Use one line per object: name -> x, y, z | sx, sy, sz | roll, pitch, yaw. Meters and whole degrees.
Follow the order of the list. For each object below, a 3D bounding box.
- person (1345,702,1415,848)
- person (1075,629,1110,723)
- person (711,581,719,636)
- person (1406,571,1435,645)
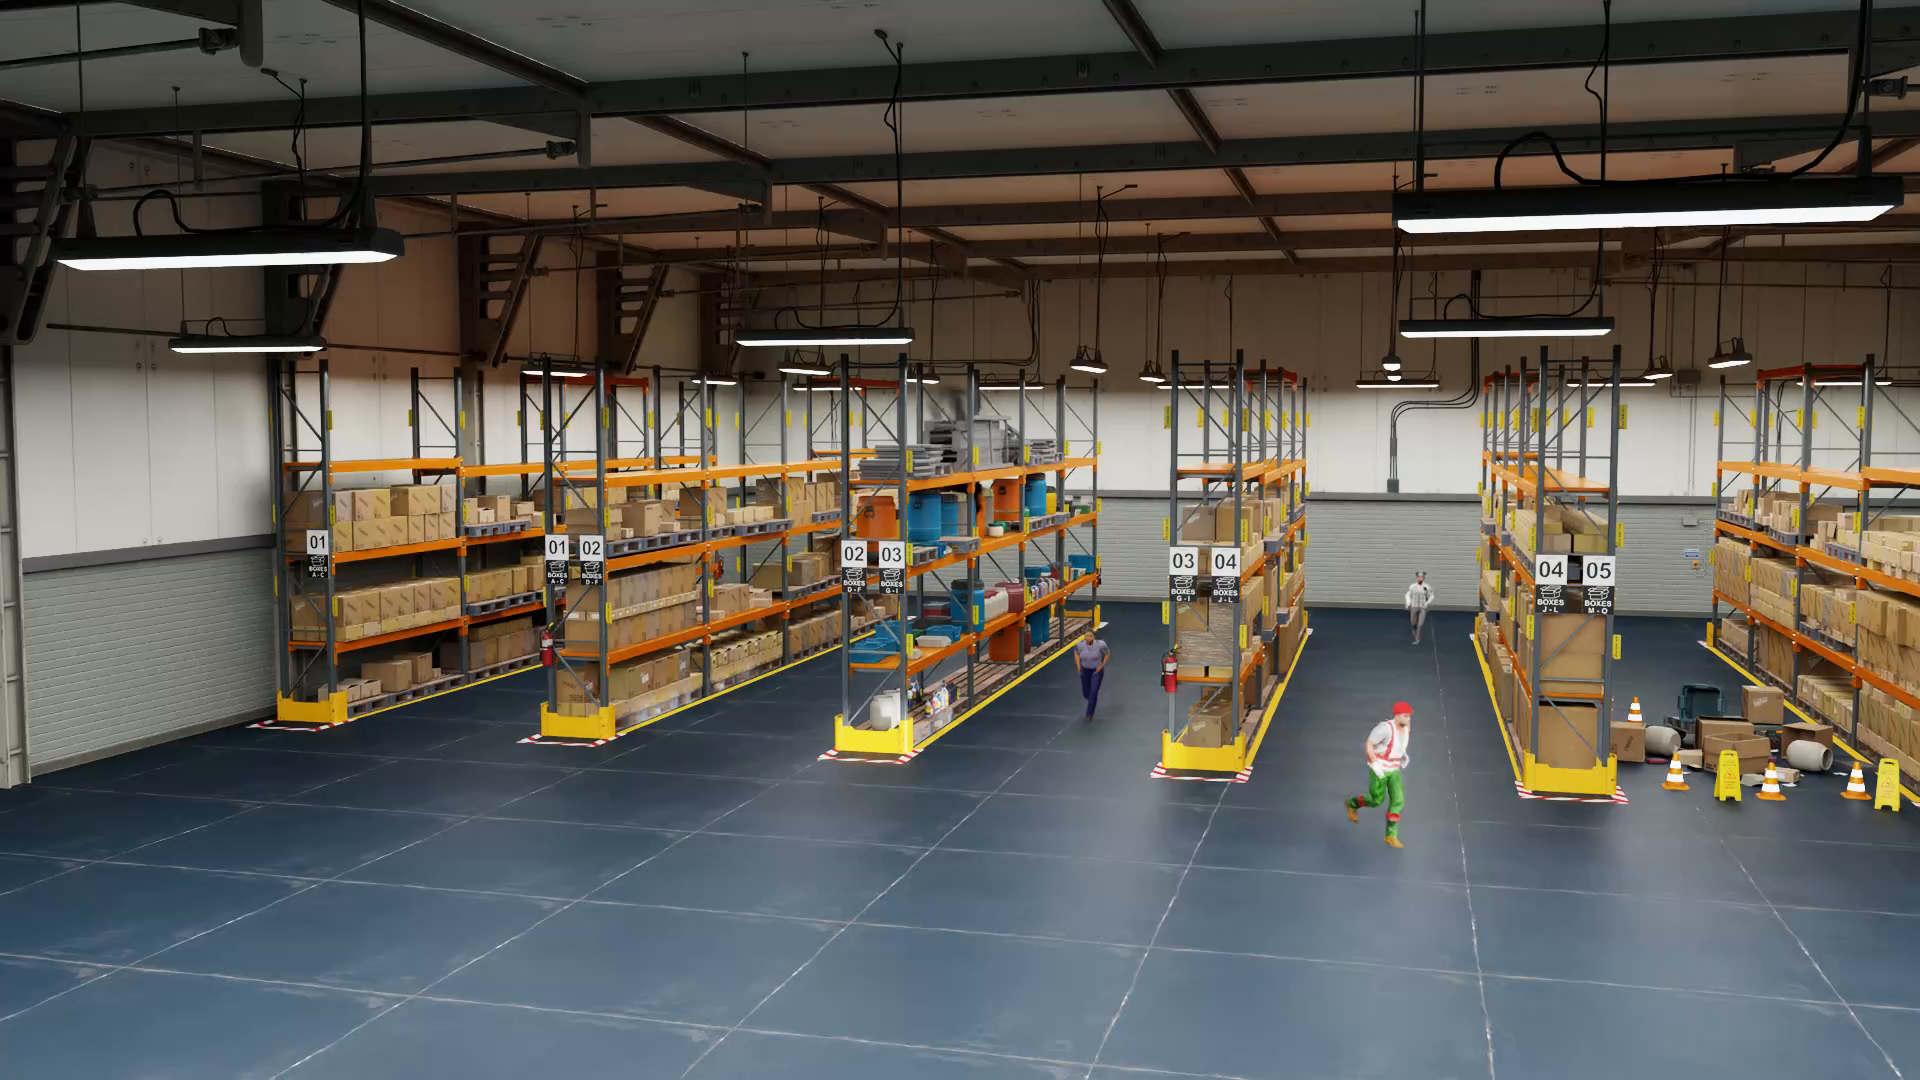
person -> 4.997, 2.742, 19.820 | 0.644, 1.731, 0.990 | -3, 5, -38
person -> 2.222, 2.243, 27.823 | 0.606, 1.602, 0.823 | 1, 4, 10
person -> -5.245, 1.665, 35.123 | 0.561, 1.621, 0.573 | 1, 4, 13
person -> 10.311, 1.509, 37.291 | 0.630, 1.657, 0.560 | 2, 4, 21
